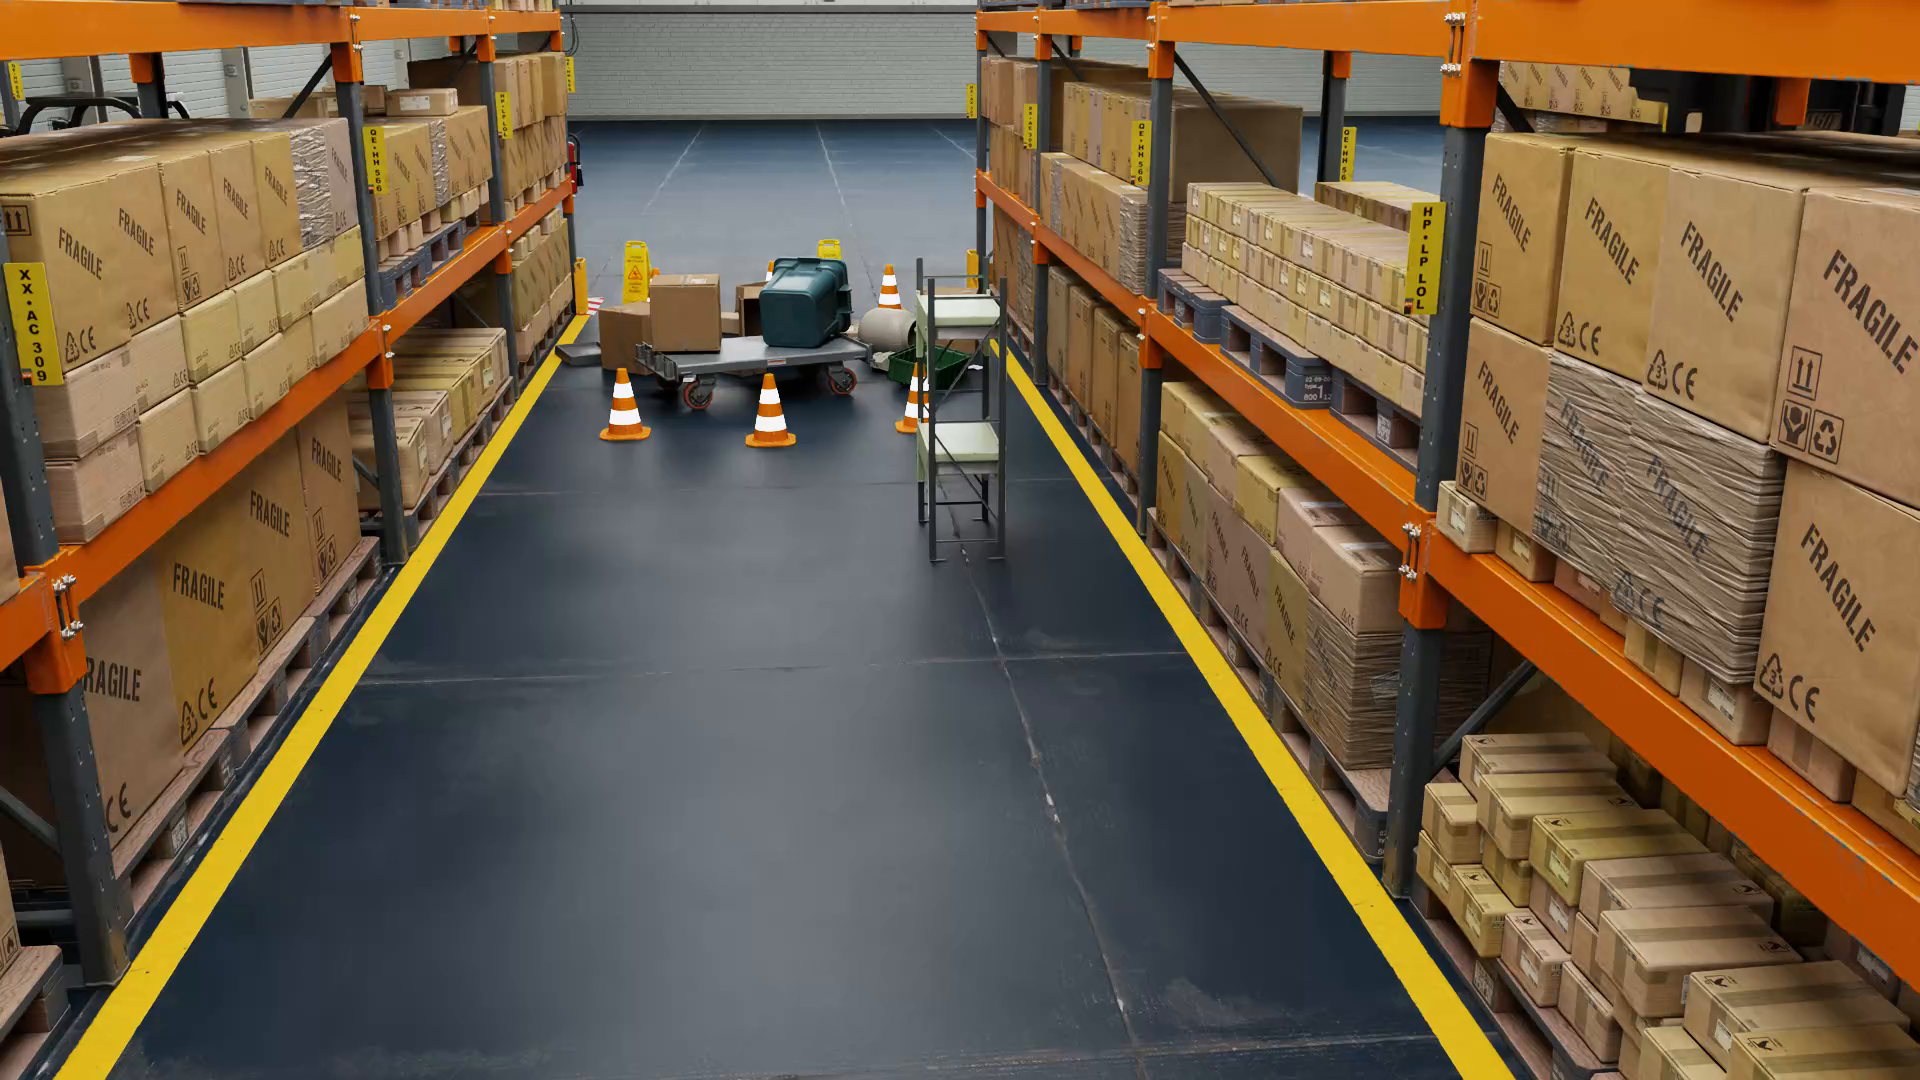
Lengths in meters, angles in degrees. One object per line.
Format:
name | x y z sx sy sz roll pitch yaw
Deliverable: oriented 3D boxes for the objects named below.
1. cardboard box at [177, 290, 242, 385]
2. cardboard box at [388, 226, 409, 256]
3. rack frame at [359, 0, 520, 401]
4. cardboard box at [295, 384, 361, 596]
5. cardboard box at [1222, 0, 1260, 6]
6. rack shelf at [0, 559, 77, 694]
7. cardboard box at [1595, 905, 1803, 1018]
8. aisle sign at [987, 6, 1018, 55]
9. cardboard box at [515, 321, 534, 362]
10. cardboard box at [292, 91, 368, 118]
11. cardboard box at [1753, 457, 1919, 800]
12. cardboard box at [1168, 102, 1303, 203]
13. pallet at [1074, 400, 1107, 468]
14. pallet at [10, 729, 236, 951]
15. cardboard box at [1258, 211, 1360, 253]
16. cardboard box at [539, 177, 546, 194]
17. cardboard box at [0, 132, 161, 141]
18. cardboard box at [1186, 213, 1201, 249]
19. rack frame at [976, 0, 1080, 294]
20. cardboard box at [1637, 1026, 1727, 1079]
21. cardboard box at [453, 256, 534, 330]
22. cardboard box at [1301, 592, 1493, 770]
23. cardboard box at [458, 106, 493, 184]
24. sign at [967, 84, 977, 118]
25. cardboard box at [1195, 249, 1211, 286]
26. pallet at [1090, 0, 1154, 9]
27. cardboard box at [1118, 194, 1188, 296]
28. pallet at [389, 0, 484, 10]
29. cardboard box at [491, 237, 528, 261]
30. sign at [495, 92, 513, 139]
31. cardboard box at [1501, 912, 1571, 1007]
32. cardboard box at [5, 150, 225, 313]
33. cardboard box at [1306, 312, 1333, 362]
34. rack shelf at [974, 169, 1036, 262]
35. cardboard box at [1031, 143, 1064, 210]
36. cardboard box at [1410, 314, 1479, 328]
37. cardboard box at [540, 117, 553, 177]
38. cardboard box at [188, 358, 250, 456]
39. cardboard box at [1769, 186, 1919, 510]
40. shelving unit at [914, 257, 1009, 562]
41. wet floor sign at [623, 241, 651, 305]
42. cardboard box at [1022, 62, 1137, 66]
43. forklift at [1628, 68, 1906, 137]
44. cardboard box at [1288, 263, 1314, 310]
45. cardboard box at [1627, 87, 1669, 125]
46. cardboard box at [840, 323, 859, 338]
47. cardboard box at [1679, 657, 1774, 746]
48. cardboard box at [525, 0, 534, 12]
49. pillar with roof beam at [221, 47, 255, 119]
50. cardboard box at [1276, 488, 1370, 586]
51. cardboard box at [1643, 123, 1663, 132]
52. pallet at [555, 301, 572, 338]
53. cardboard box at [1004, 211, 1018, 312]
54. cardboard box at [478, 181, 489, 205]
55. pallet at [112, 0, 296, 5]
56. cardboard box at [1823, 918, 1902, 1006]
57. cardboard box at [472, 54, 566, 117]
cardboard box | -2.880 -0.715 5.861 0.500 0.250 0.500 -2 17 -5
cardboard box | -3.248 -1.645 9.128 0.380 0.149 0.250 -3 18 -9
rack frame | -3.833 -2.486 12.087 1.000 3.000 0.127 -2 18 -6
cardboard box | -3.432 -0.272 7.883 0.875 0.875 0.875 -2 18 -6
cardboard box | 1.402 -2.480 6.894 0.500 0.500 0.500 -2 18 -6
rack shelf | -2.802 0.837 2.705 1.077 0.370 4.000 -2 18 -6
cardboard box | 1.774 1.013 4.008 0.380 0.149 0.250 -1 17 -4
aisle sign | 0.362 -5.113 16.114 0.394 0.787 0.004 -2 18 -6
cardboard box | -3.626 -1.558 13.022 0.500 0.250 0.500 -3 18 -8
cardboard box | -3.922 -2.714 10.365 0.380 0.149 0.250 -1 17 -3
cardboard box | 1.864 0.138 3.067 0.500 0.500 0.500 -1 17 -3
cardboard box | 1.456 -2.136 9.136 0.700 0.500 0.500 -2 18 -6
pallet | 1.363 -0.746 11.202 1.003 0.211 1.213 -2 18 -6
pallet | -3.163 1.001 5.637 1.003 0.211 1.213 -2 18 -6
cardboard box | 1.485 -1.306 7.055 0.380 0.149 0.250 -1 17 -4
cardboard box | -3.793 -3.074 14.380 0.380 0.149 0.250 -2 18 -6
cardboard box | -3.514 -1.362 6.672 0.500 0.500 0.500 -1 17 -4
cardboard box | 1.343 -1.549 8.326 0.380 0.149 0.250 -1 17 -3
rack frame | 0.667 -3.860 16.466 1.000 3.000 0.127 -2 18 -6
cardboard box | 1.793 1.235 3.797 0.380 0.149 0.250 -2 18 -6
cardboard box | -3.626 -1.916 12.910 0.500 0.500 0.500 -1 17 -3
cardboard box | 1.578 0.494 6.067 0.500 0.500 0.500 -2 18 -7
cardboard box | -3.557 -2.745 11.549 0.500 0.500 0.500 -2 18 -7
sign | 0.115 -4.296 16.275 0.100 0.325 0.005 -2 18 -6
cardboard box | 1.365 -1.338 8.150 0.380 0.149 0.250 -1 17 -3
pallet | 1.373 -3.008 9.059 1.213 0.211 1.003 -1 17 -3
cardboard box | 1.179 -1.651 9.260 0.500 0.500 0.500 -2 18 -6
pallet | -3.876 -3.640 11.069 1.213 0.211 1.003 -2 18 -6
cardboard box | -3.579 -2.265 12.937 0.380 0.149 0.250 -2 17 -5
sign | -3.282 -3.056 11.971 0.100 0.325 0.005 -2 18 -6
cardboard box | 1.728 1.145 4.581 0.380 0.149 0.250 -2 18 -6
cardboard box | -2.897 -1.067 5.732 0.500 0.500 0.500 -2 18 -7
cardboard box | 1.556 -0.787 6.395 0.380 0.149 0.250 -3 18 -8
rack shelf | 0.874 -2.921 14.676 1.077 0.370 4.000 -2 18 -6
cardboard box | 1.030 -2.850 12.996 0.875 0.550 0.550 -2 18 -6
cardboard box | 1.669 -0.763 5.325 0.380 0.149 0.250 -1 17 -3
cardboard box | -3.821 -3.415 14.385 0.500 0.500 0.500 -2 18 -6
cardboard box | -2.883 -0.477 5.940 0.500 0.250 0.500 -2 18 -6
cardboard box | 1.850 -0.352 2.957 0.500 0.500 0.500 -2 18 -8
shelving unit | -0.001 -0.718 8.959 0.431 1.500 0.755 -2 18 -6
wet floor sign | -3.201 -2.644 16.521 0.267 0.644 0.232 4 18 13
cardboard box | 0.985 -3.692 13.876 0.875 0.550 0.550 -2 18 -6
forklift | 4.254 -1.521 9.128 1.130 2.935 3.031 1 17 2
cardboard box | 1.528 -1.013 6.617 0.380 0.149 0.250 -2 18 -5
cardboard box | 5.704 -3.584 13.253 0.500 0.500 0.500 -2 18 -6
cardboard box | -0.929 -1.820 14.529 0.396 0.266 0.258 1 17 4
cardboard box | 1.793 0.320 3.570 0.380 0.149 0.250 -1 17 -3
cardboard box | -3.728 -4.435 13.707 0.380 0.149 0.250 -2 18 -6
pillar with roof beam | -6.963 -9.858 25.554 9.100 9.000 0.400 -2 18 -6
cardboard box | 1.537 -0.018 6.448 0.500 0.250 0.500 -1 17 -3
cardboard box | 6.039 -3.117 13.436 0.875 0.500 0.500 -2 18 -6
pallet | -4.189 -2.081 15.454 1.003 0.211 1.213 -2 18 -6
cardboard box | 0.896 -2.585 15.249 0.875 0.875 0.875 -2 18 -7
cardboard box | -3.506 -2.421 11.600 0.380 0.149 0.250 -2 17 -5
pallet | -3.183 -2.112 6.203 1.003 0.211 1.213 -1 17 -3
cardboard box | 2.368 0.995 4.065 0.380 0.149 0.250 -3 18 -8
cardboard box | -3.776 -3.899 14.255 0.700 0.500 0.500 -2 18 -6
